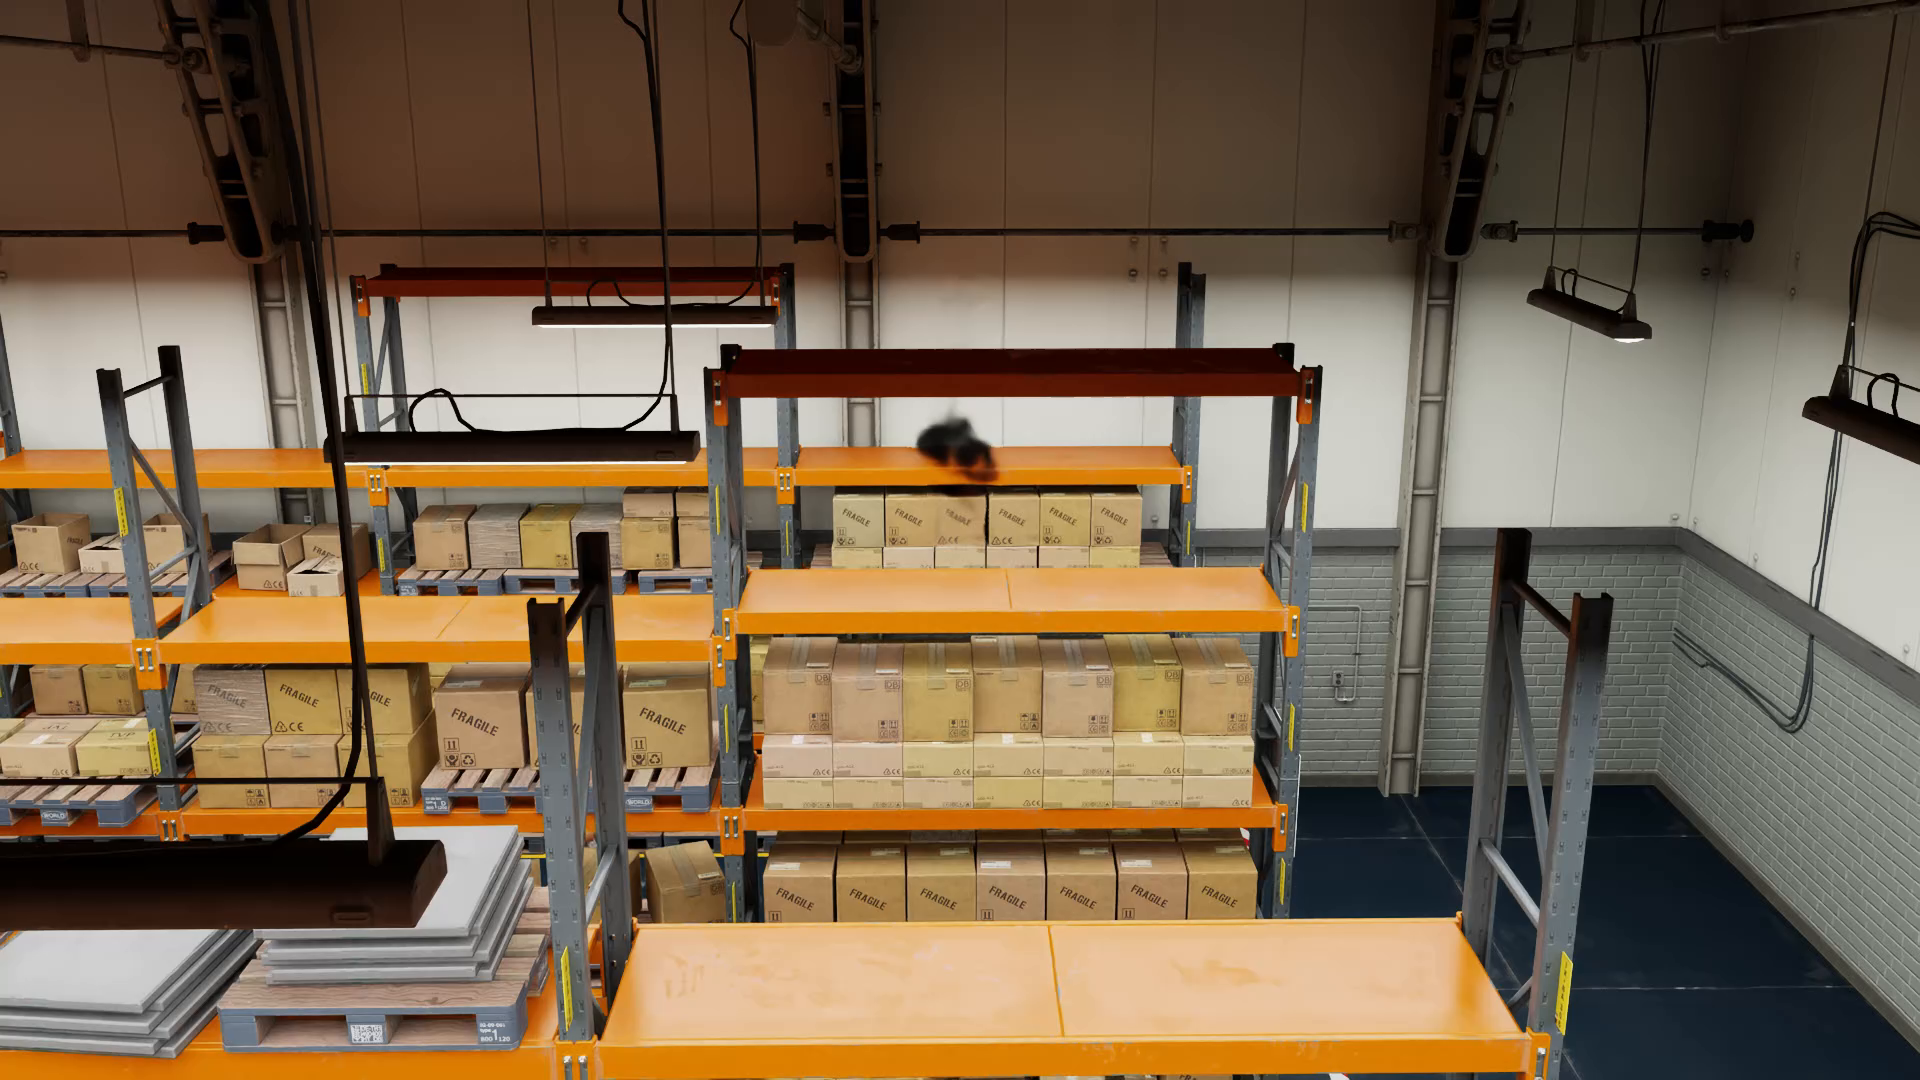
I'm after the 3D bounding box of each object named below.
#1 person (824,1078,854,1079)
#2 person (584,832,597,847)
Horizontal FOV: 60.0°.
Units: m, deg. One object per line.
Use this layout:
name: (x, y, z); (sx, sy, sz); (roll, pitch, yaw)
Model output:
person: (-0.823, 4.241, 10.886); (0.792, 1.792, 0.712); (-5, 17, -18)
person: (-3.420, 2.846, 15.563); (0.565, 1.618, 0.614); (-2, 16, -9)
